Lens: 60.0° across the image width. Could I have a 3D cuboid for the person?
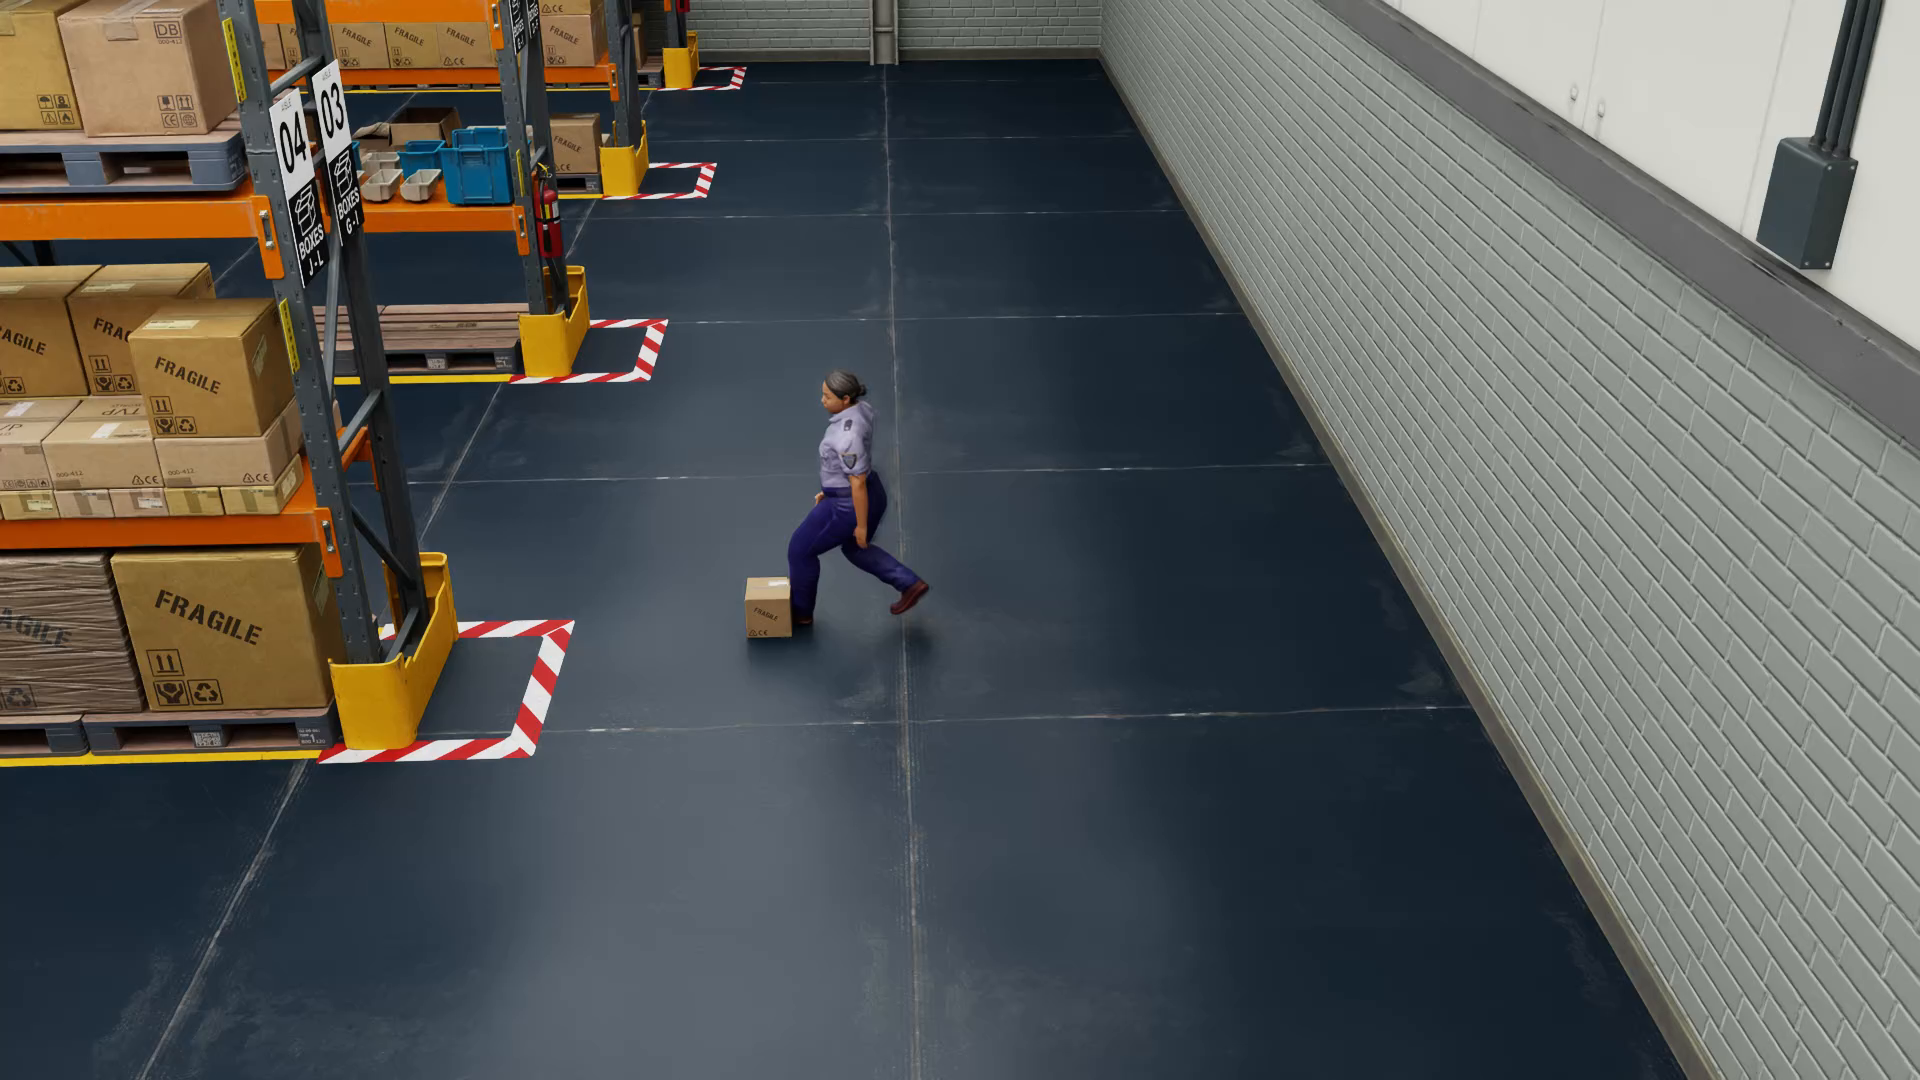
[{"bbox_3d":[-0.646,-0.229,9.141,0.943,1.555,0.467,7,29,13],"label":"person"}]
